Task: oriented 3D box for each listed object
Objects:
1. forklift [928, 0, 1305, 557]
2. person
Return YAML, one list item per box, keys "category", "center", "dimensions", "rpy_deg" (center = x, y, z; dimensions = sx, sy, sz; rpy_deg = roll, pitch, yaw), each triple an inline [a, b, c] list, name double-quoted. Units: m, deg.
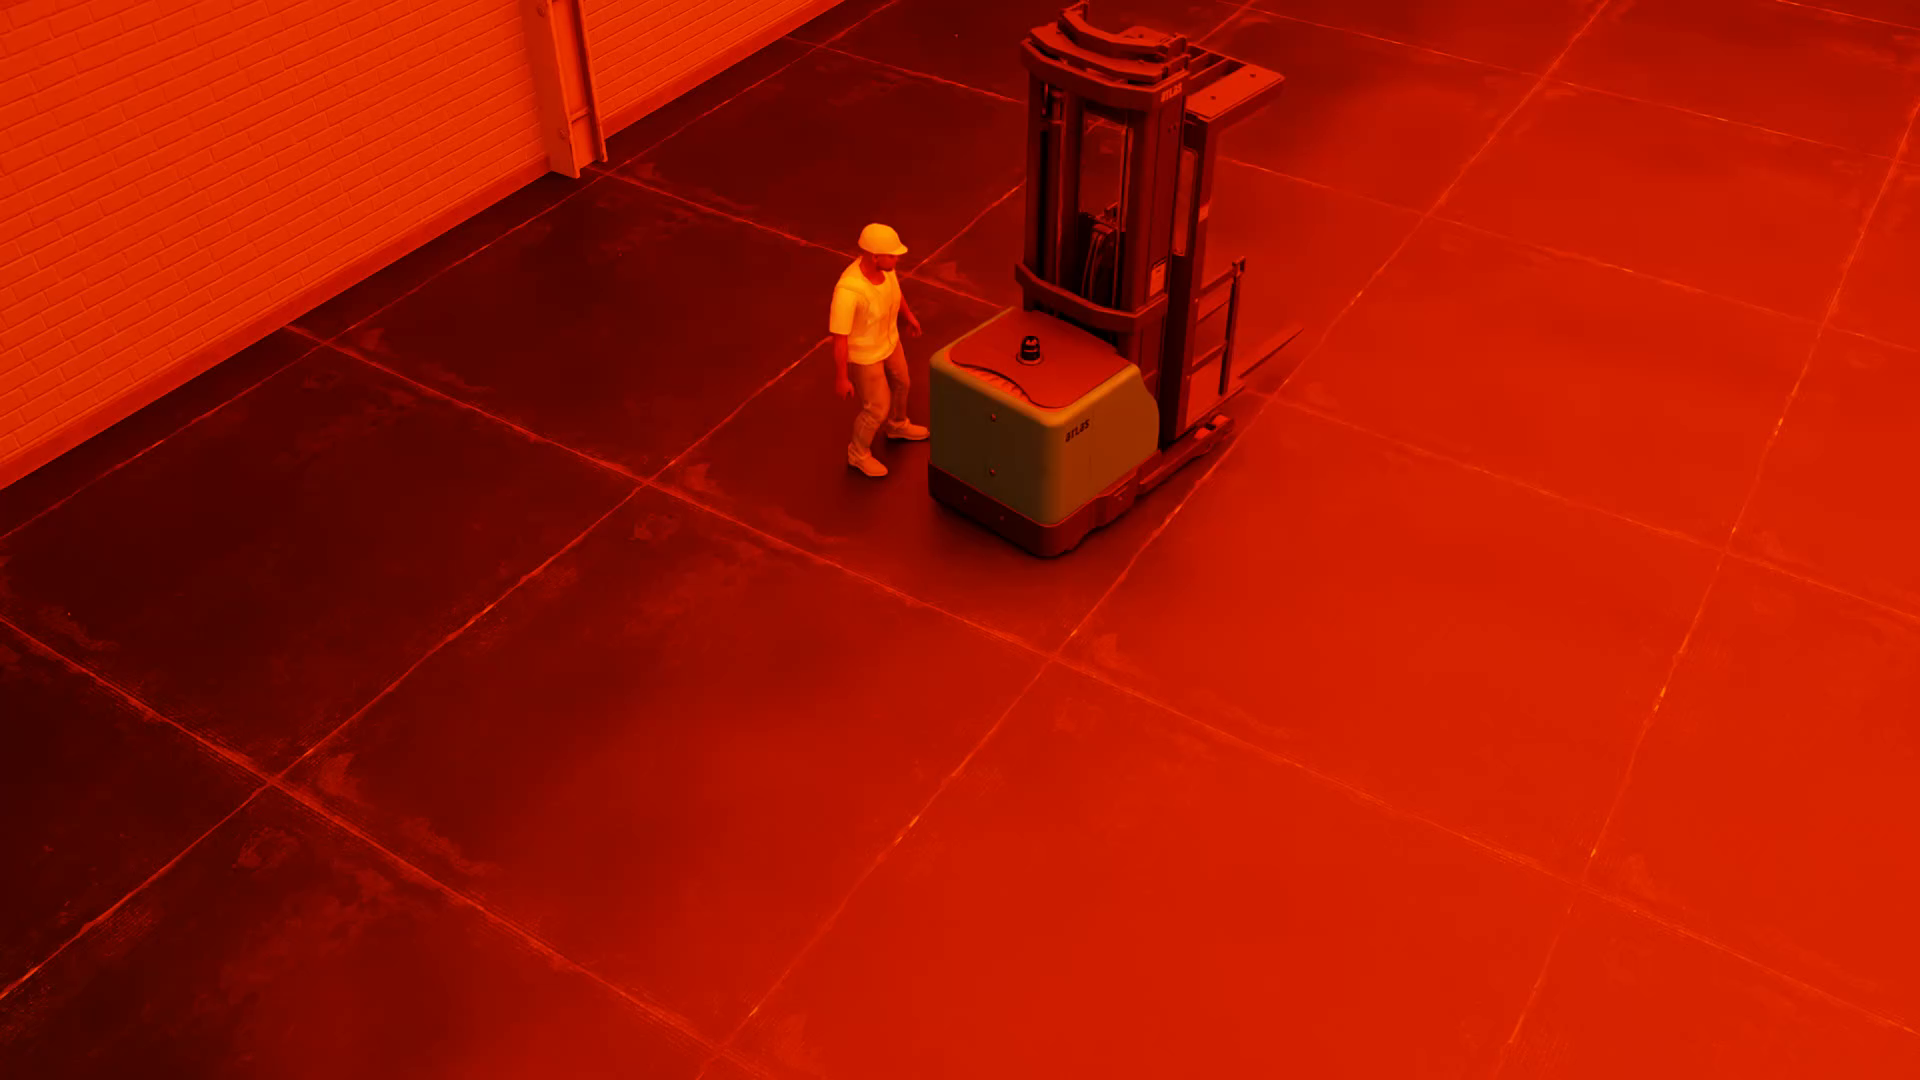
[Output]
- category: "forklift"
  center: [1.163, -1.884, 10.190]
  dimensions: [1.130, 2.935, 3.031]
  rpy_deg: [30, 49, 31]
- category: "person"
  center: [-0.510, -1.191, 10.294]
  dimensions: [0.414, 1.740, 0.816]
  rpy_deg: [16, 43, 18]
